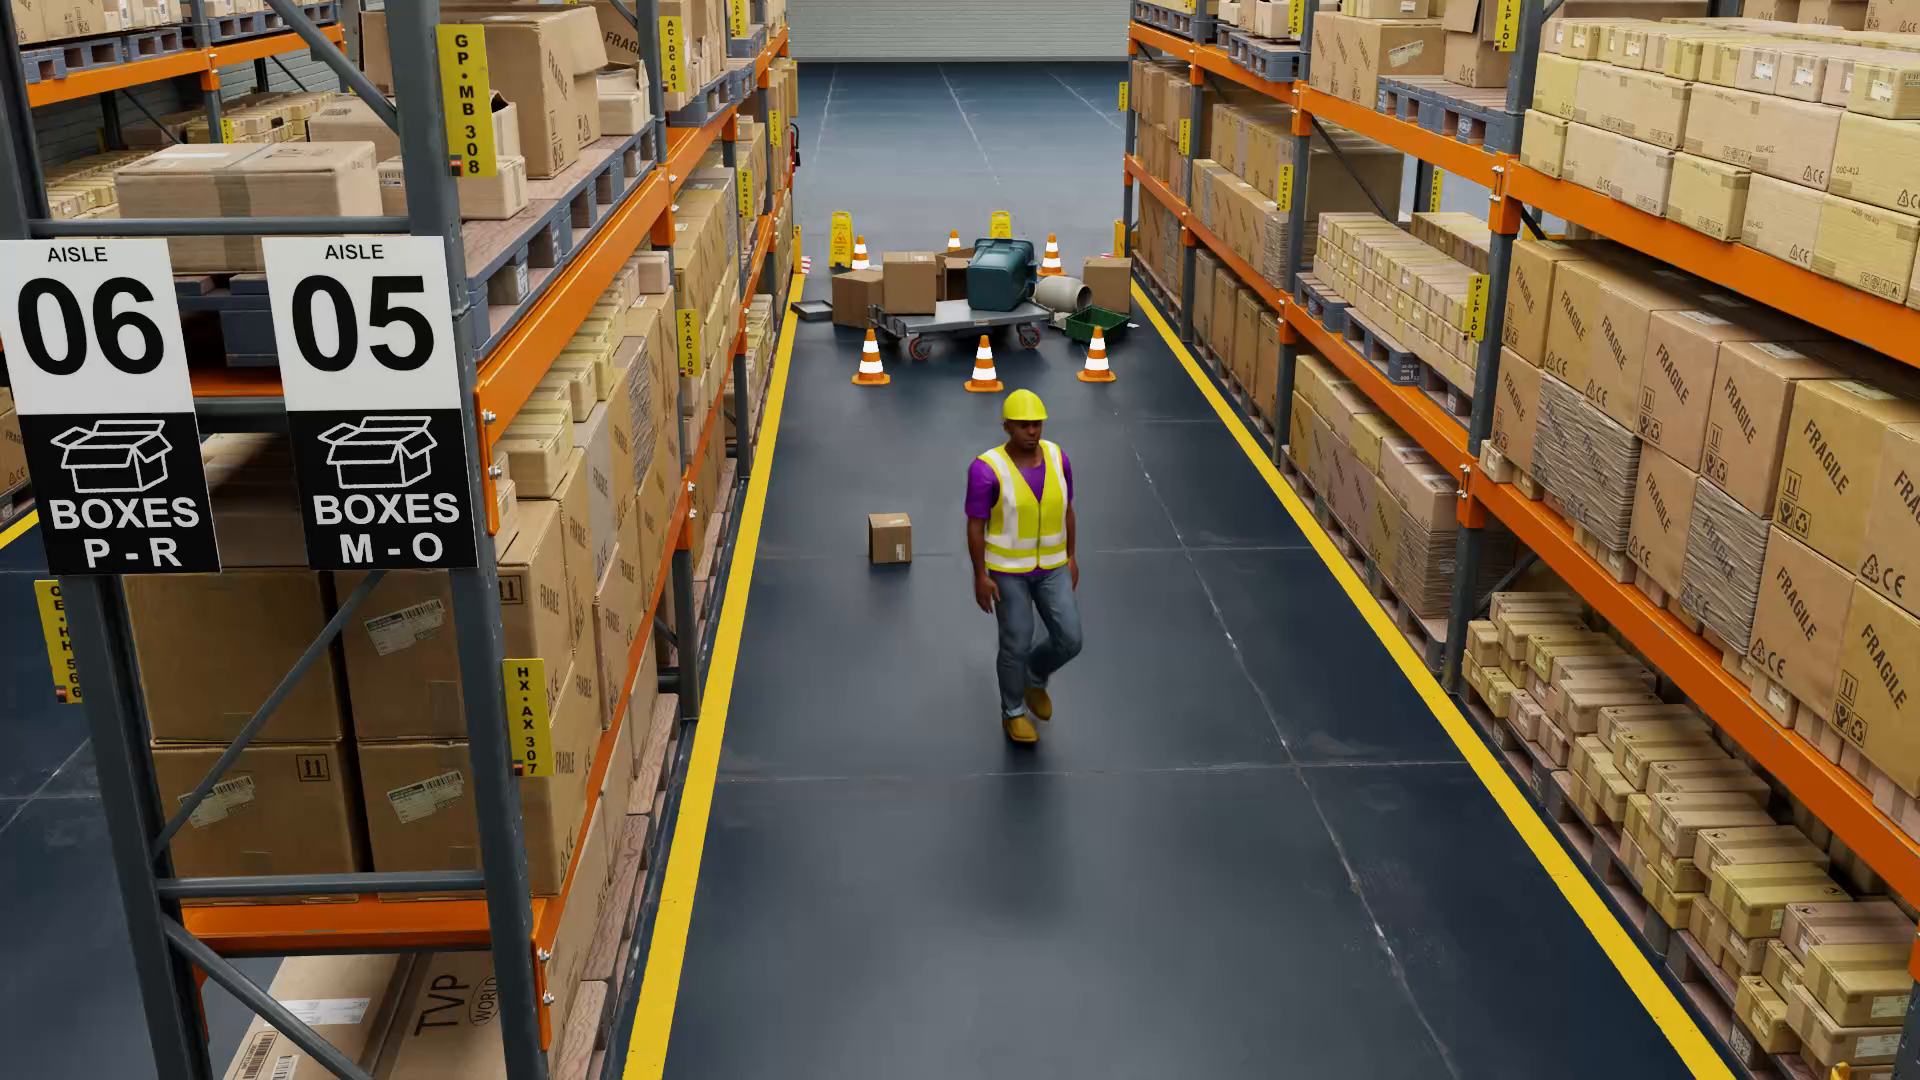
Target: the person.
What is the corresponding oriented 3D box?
[{"bbox_3d":[0.329,0.134,8.086,0.599,1.759,0.471,-8,22,-21],"label":"person"}]
